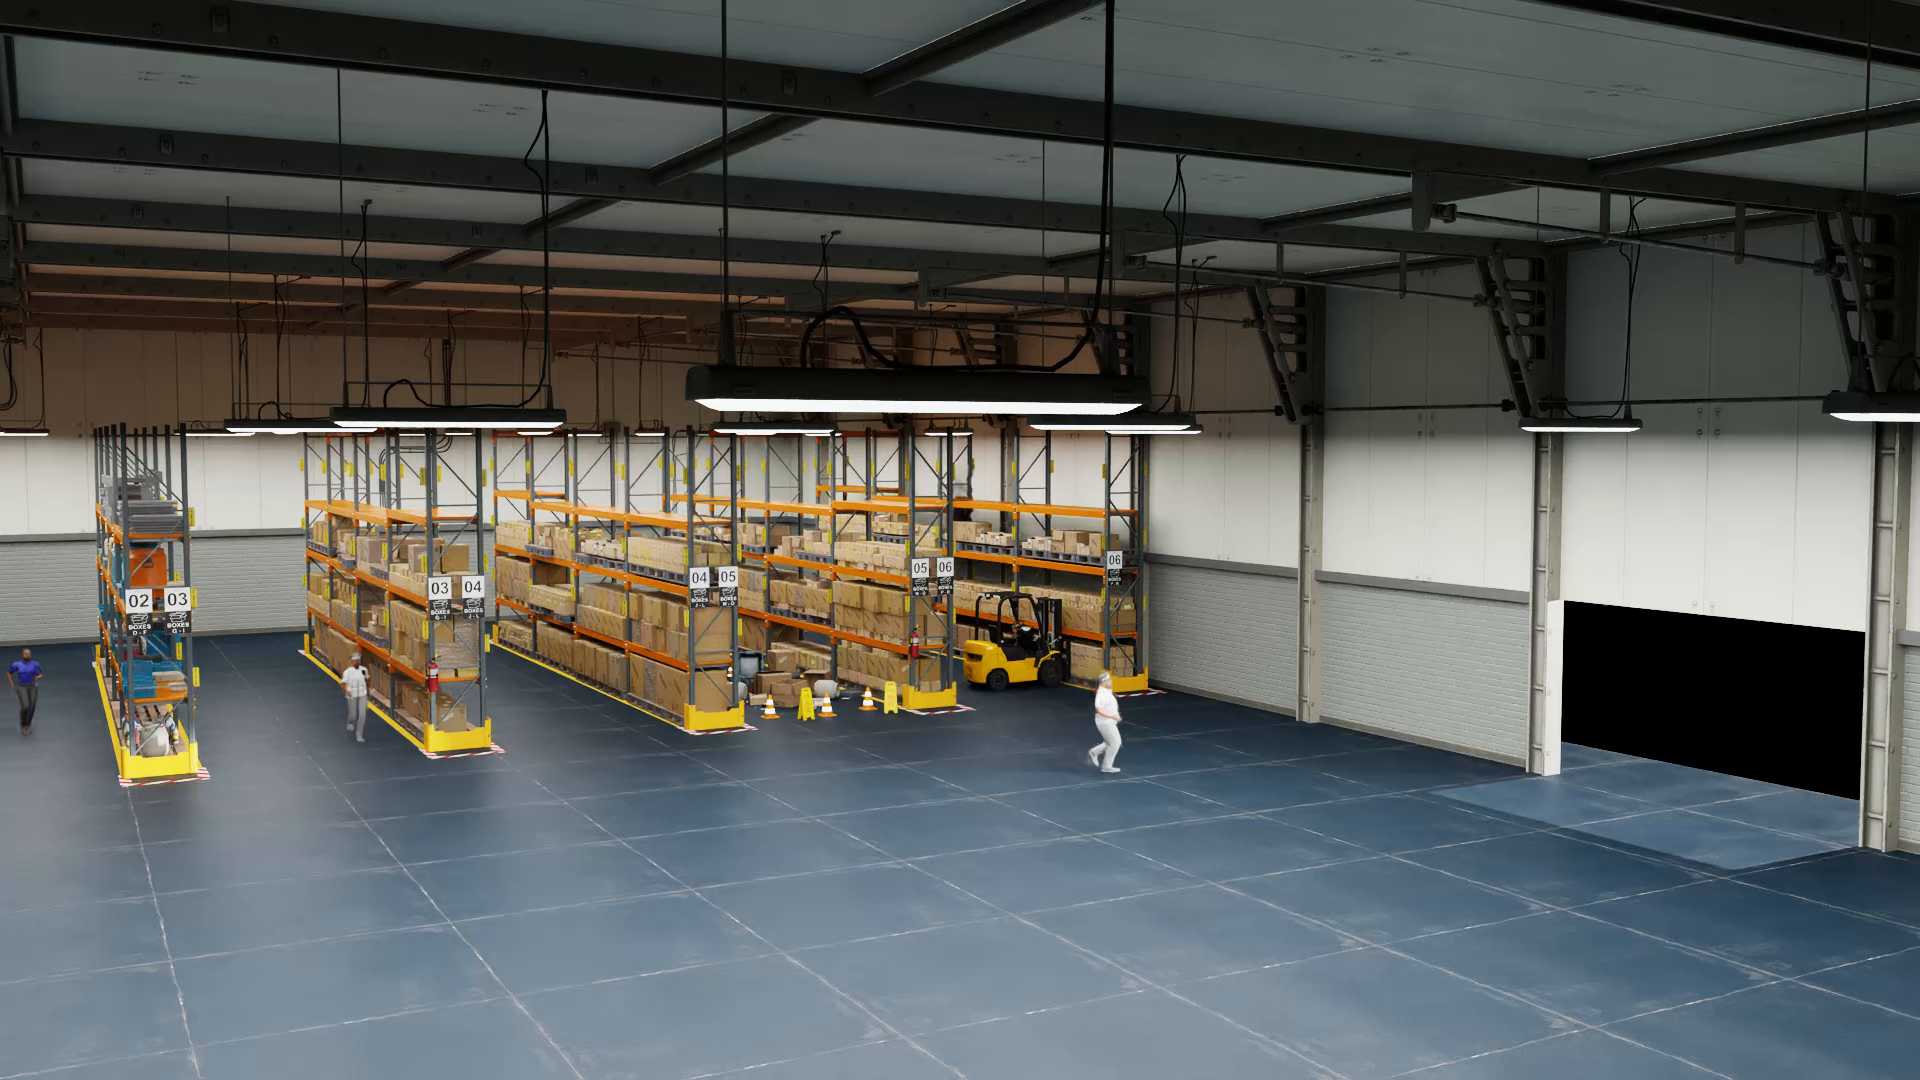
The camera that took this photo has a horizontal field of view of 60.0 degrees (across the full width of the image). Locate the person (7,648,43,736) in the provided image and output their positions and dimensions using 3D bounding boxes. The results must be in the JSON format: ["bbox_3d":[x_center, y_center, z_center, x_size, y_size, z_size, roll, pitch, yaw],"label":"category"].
[{"bbox_3d":[-18.107,2.949,32.270,0.705,1.693,0.542,3,5,44],"label":"person"}]

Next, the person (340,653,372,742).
[{"bbox_3d":[-11.507,2.982,31.730,0.588,1.685,0.768,-2,4,-31],"label":"person"}]

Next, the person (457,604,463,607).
[{"bbox_3d":[-13.396,2.221,44.642,0.683,1.687,0.871,-1,4,-18],"label":"person"}]

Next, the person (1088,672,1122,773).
[{"bbox_3d":[2.499,3.122,28.572,0.628,1.731,0.661,1,4,13],"label":"person"}]
